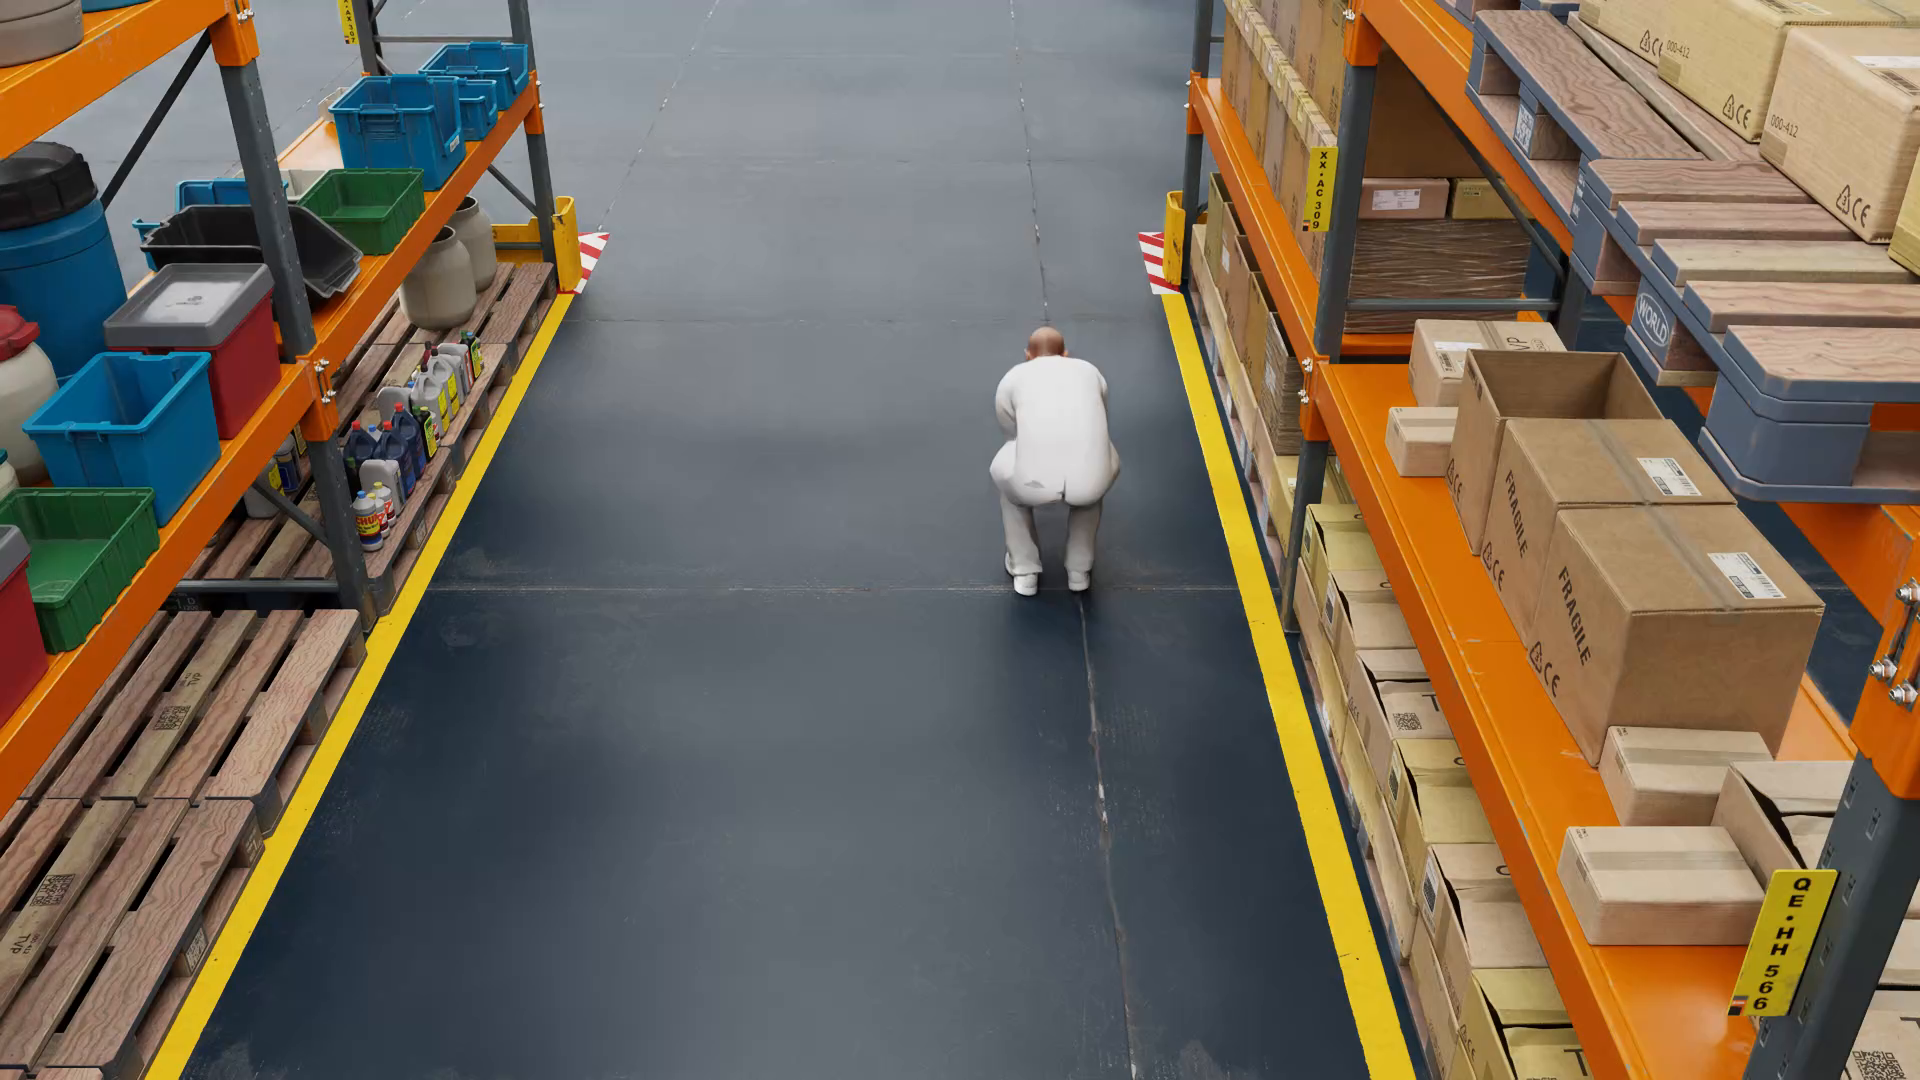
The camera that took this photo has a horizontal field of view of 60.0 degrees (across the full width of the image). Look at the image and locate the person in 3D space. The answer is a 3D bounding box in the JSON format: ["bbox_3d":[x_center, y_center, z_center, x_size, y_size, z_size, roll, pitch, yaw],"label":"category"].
[{"bbox_3d":[0.421,-0.334,7.454,0.589,1.000,0.934,-1,31,-1],"label":"person"}]
